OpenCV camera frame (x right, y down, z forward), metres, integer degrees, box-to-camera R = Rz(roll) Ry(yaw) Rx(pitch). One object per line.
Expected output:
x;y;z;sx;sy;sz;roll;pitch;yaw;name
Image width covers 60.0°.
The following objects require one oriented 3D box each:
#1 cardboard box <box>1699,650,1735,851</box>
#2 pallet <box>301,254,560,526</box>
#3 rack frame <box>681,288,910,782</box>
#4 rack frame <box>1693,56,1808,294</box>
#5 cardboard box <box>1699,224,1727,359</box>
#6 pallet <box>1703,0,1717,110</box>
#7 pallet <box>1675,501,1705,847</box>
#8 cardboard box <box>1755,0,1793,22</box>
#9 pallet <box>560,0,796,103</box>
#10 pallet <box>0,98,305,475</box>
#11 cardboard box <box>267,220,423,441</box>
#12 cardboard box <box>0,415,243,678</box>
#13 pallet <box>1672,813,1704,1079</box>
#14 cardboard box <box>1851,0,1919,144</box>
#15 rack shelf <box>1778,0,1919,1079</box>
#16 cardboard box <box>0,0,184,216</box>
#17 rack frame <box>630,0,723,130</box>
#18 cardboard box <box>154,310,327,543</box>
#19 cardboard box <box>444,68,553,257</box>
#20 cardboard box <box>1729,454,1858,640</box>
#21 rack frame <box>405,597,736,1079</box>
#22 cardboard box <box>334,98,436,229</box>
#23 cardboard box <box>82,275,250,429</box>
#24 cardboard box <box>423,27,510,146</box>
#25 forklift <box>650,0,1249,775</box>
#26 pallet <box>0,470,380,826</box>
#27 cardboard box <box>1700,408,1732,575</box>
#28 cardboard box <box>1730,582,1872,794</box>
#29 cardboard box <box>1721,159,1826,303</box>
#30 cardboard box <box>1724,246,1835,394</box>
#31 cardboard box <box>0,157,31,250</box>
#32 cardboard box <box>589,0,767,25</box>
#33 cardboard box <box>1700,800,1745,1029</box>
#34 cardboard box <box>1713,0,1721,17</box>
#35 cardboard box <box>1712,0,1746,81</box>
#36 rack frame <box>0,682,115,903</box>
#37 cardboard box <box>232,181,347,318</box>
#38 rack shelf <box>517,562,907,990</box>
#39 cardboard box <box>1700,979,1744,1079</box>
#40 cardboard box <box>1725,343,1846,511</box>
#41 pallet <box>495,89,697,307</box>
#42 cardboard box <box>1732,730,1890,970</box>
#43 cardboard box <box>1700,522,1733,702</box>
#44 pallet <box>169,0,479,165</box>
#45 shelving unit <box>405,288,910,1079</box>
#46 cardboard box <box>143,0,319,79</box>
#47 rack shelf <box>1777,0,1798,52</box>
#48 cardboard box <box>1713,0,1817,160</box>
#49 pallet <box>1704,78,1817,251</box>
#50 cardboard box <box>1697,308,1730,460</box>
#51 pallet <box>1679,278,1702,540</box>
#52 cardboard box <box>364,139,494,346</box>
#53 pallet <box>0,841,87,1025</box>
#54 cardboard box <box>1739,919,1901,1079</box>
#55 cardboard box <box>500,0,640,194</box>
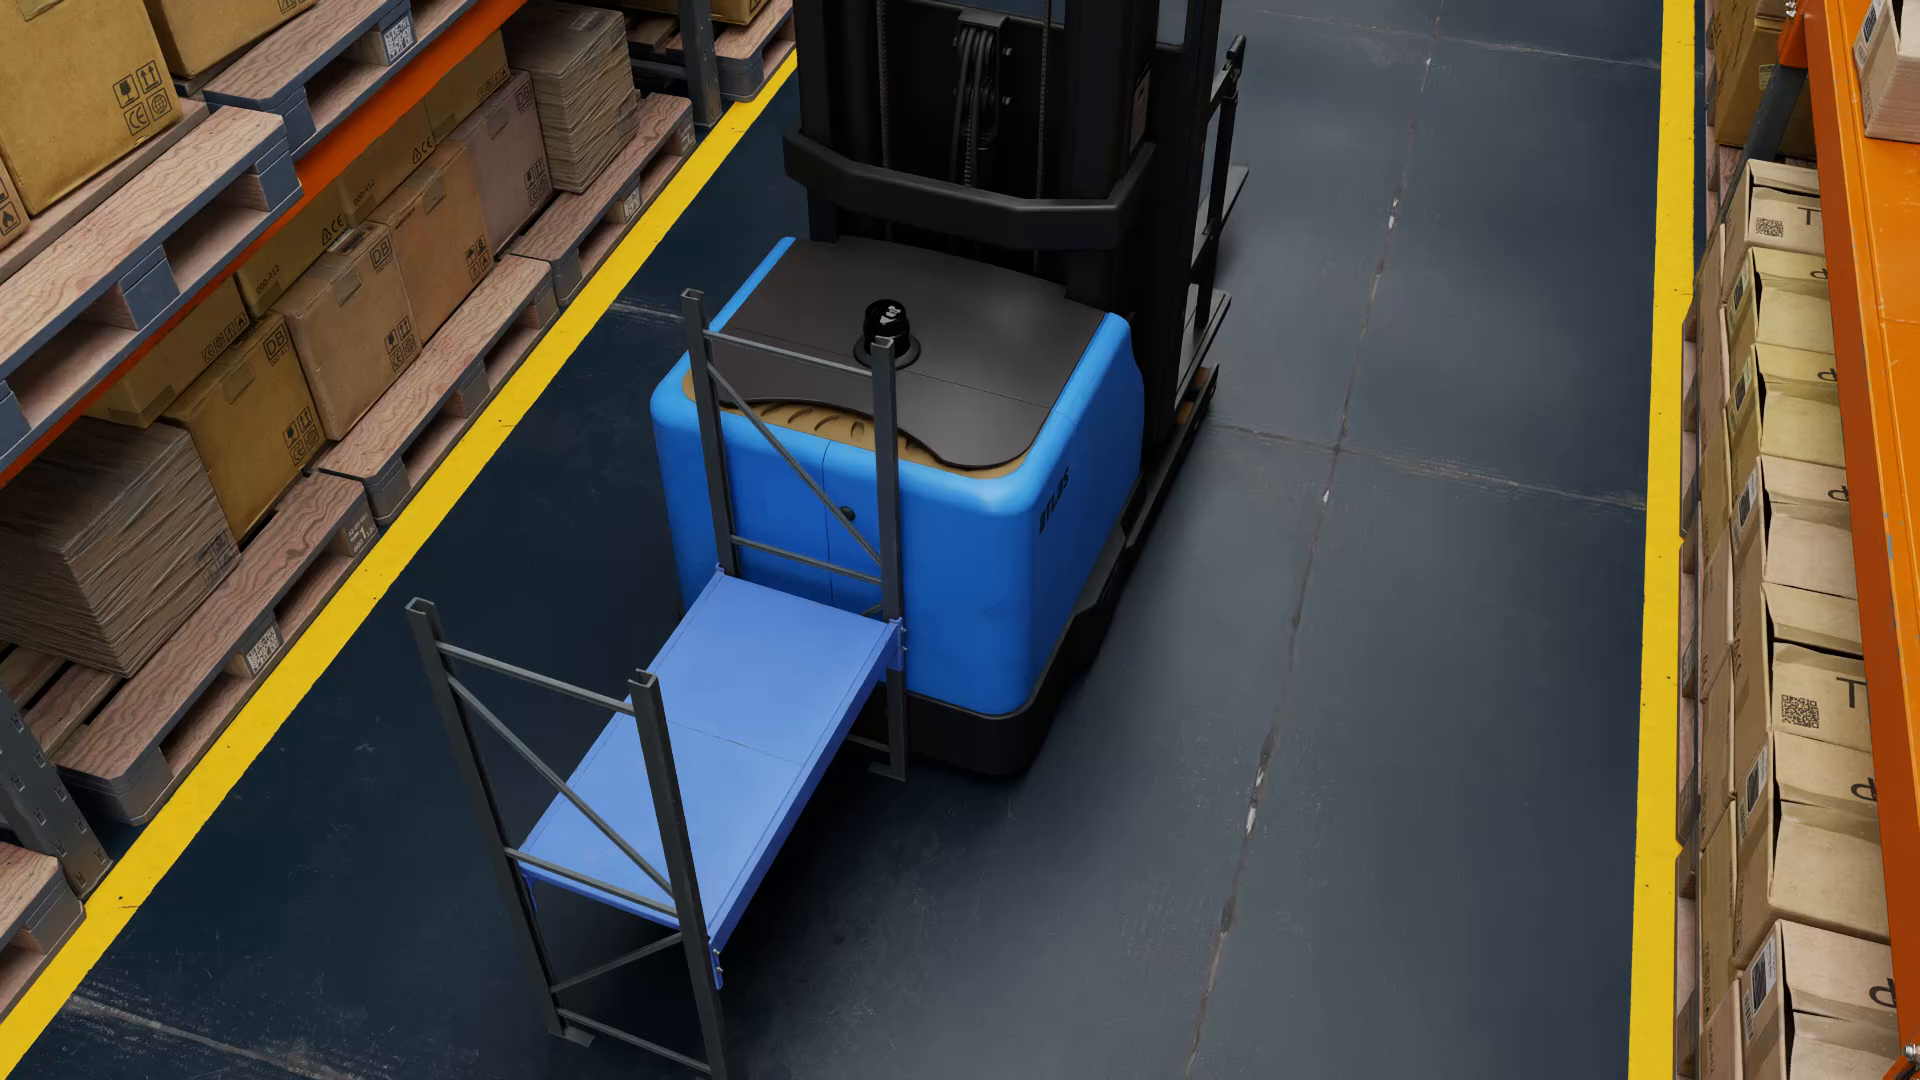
2.162;0.581;4.177;0.500;0.250;0.500;13;46;13;cardboard box
-2.117;-0.621;5.734;1.003;0.211;1.213;13;46;13;pallet
-0.377;0.055;4.122;0.500;1.500;0.032;16;47;16;rack frame
3.215;-1.902;5.049;1.000;3.000;0.127;13;46;13;rack frame
2.776;-0.783;5.571;0.500;0.250;0.500;12;46;12;cardboard box
3.848;-2.206;7.353;1.003;0.211;1.213;13;46;13;pallet
2.557;0.445;4.644;1.003;0.211;1.213;13;46;13;pallet
3.287;-2.146;6.235;0.500;0.250;0.500;14;46;14;cardboard box
-1.197;-2.462;7.615;1.003;0.211;1.213;13;46;13;pallet
-2.349;-0.693;3.951;1.003;0.211;1.213;13;46;13;pallet
-2.210;-0.727;5.321;0.700;0.500;0.500;13;46;13;cardboard box
-2.512;-0.041;4.620;0.700;0.500;0.500;14;46;14;cardboard box
2.189;1.261;3.810;1.003;0.211;1.213;13;46;13;pallet
2.759;-1.315;4.513;0.500;0.311;0.500;12;46;12;cardboard box
2.609;-0.312;3.939;1.077;0.370;4.000;13;46;13;rack shelf
-2.356;-1.179;3.924;0.700;0.500;0.500;17;47;17;cardboard box
-1.508;-2.949;6.119;1.000;3.000;0.127;13;46;13;rack frame
-2.403;-0.396;4.983;0.700;0.500;0.500;12;46;12;cardboard box
-1.943;-1.403;6.012;0.700;0.500;0.500;12;46;12;cardboard box
2.313;0.051;4.318;0.500;0.311;0.500;12;46;12;cardboard box
-0.758;0.714;3.448;0.500;1.500;0.032;16;47;16;rack frame
-2.059;-1.279;5.349;0.500;0.250;0.500;12;46;12;cardboard box
-2.382;-0.603;4.658;0.500;0.250;0.500;12;46;12;cardboard box
-1.908;-1.623;5.701;0.500;0.250;0.500;13;46;13;cardboard box
0.235;-1.455;4.642;1.130;2.935;3.031;16;47;16;forklift
-2.485;0.194;4.900;1.003;0.211;1.213;13;46;13;pallet
2.473;-0.100;4.873;0.500;0.250;0.500;11;46;11;cardboard box
2.158;0.385;3.976;0.500;0.311;0.500;12;46;12;cardboard box
2.776;-0.983;5.375;0.500;0.311;0.500;14;46;14;cardboard box
2.625;-0.631;5.015;0.500;0.311;0.500;11;46;12;cardboard box
-2.532;-0.808;3.545;0.700;0.500;0.500;13;46;13;cardboard box
-1.160;-2.793;7.197;0.750;0.750;0.750;12;46;12;cardboard box
2.007;0.922;3.829;0.500;0.250;0.500;12;46;12;cardboard box
3.584;-2.535;7.169;0.500;0.500;0.500;11;45;11;cardboard box
3.431;-2.184;6.810;0.500;0.500;0.500;11;45;11;cardboard box
-2.719;-0.283;3.394;1.000;3.000;0.127;13;46;13;rack frame
-2.228;-0.951;5.013;0.500;0.250;0.500;11;46;11;cardboard box
-0.568;0.513;3.911;0.538;0.185;1.000;16;47;16;rack shelf
1.852;1.259;3.485;0.500;0.250;0.500;12;46;12;cardboard box
2.468;-0.292;4.668;0.500;0.311;0.500;11;46;11;cardboard box
-1.746;-1.432;6.562;1.003;0.211;1.213;13;46;13;pallet
2.004;0.717;3.637;0.500;0.311;0.500;14;46;14;cardboard box
2.317;0.242;4.524;0.500;0.250;0.500;13;46;13;cardboard box
-2.068;-1.552;4.829;1.003;0.211;1.213;13;46;13;pallet
-0.568;0.384;3.785;0.538;1.500;1.048;16;47;16;shelving unit
-2.187;-1.624;4.379;0.700;0.500;0.500;19;47;18;cardboard box
3.820;-2.978;6.663;1.077;0.370;4.000;13;46;13;rack shelf
3.274;-1.839;6.458;0.500;0.500;0.500;14;46;14;cardboard box
3.477;-1.395;6.525;1.003;0.211;1.213;13;46;13;pallet
2.625;-0.448;5.228;0.500;0.250;0.500;11;46;11;cardboard box
2.928;-0.365;5.472;1.003;0.211;1.213;13;46;13;pallet
-2.066;-1.066;5.667;0.700;0.500;0.500;12;46;12;cardboard box
-2.889;1.169;3.905;1.003;0.211;1.213;13;46;13;pallet
1.853;1.065;3.281;0.500;0.311;0.500;13;46;13;cardboard box
-1.676;-1.722;6.338;0.700;0.500;0.500;13;46;13;cardboard box
